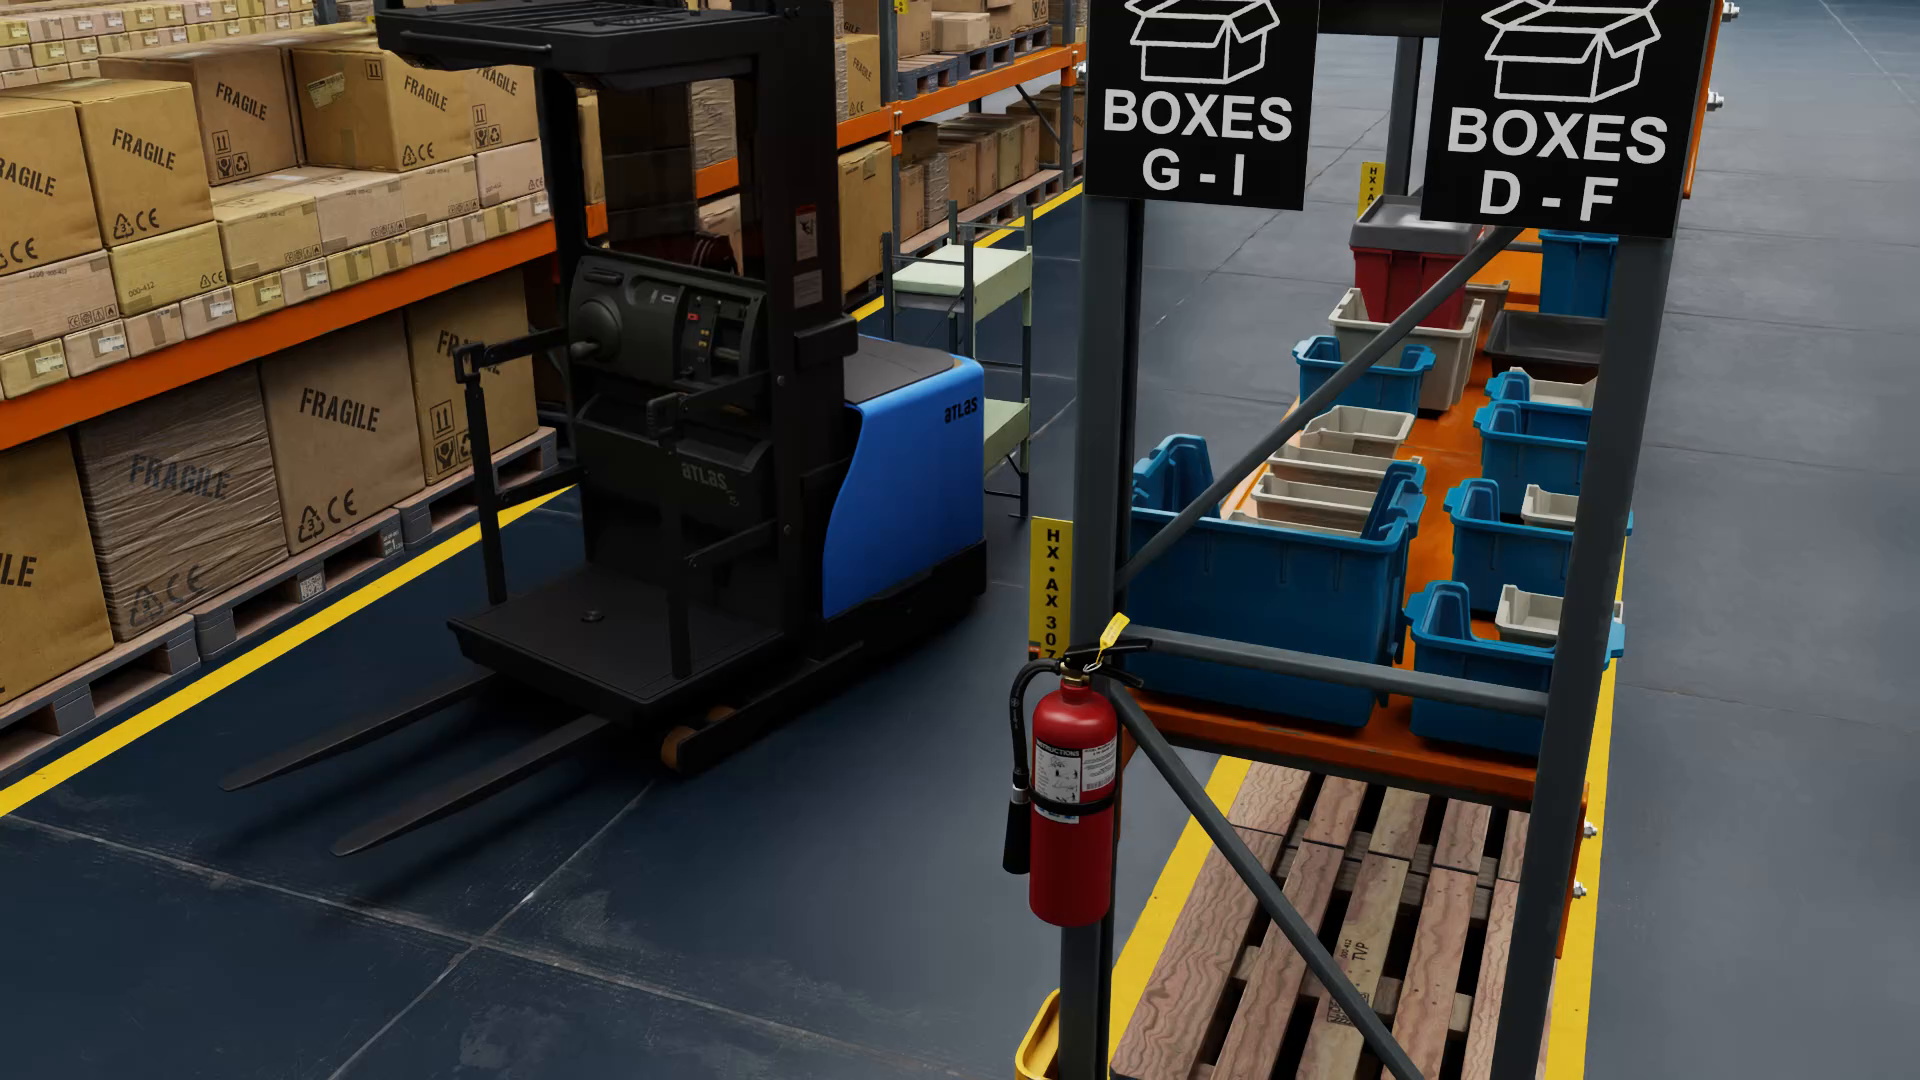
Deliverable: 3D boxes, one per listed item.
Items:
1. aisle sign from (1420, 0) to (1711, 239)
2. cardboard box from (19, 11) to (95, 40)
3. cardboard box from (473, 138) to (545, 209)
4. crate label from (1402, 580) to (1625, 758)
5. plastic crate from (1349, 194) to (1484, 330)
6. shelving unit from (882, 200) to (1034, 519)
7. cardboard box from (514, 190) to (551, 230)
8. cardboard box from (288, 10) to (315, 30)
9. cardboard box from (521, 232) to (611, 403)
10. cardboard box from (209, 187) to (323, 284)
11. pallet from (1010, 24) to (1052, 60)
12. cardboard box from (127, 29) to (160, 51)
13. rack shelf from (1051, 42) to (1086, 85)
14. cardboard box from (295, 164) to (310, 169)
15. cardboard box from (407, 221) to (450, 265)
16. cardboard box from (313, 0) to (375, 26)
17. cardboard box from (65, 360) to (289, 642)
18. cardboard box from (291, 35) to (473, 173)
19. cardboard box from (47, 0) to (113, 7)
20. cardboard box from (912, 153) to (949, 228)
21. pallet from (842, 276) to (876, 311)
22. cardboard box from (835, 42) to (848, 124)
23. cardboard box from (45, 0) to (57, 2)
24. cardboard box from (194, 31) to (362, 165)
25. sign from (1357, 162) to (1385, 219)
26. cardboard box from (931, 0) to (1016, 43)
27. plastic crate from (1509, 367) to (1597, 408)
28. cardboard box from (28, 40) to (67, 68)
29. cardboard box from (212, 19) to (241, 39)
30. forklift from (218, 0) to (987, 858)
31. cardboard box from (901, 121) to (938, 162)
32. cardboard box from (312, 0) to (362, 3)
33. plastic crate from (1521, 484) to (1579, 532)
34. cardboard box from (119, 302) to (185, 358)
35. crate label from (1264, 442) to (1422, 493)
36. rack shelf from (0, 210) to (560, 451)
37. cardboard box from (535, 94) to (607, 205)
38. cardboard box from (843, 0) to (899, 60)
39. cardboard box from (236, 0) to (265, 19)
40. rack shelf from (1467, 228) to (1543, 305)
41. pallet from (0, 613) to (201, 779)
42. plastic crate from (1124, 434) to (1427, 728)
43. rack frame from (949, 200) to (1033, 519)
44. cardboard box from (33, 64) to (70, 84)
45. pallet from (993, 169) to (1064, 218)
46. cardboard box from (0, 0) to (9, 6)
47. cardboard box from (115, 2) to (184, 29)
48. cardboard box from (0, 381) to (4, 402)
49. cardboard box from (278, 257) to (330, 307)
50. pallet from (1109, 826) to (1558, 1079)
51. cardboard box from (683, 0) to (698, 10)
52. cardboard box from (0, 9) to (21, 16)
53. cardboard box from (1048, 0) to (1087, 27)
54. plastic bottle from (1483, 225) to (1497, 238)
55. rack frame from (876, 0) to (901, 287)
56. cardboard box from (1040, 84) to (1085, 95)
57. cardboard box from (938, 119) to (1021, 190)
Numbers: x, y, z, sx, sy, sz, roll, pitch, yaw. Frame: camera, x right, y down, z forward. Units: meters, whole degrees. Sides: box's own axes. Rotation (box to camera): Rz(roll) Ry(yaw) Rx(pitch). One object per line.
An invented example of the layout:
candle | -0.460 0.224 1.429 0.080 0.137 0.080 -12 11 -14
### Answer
aisle sign | 0.956 -0.873 2.576 0.394 0.787 0.004 9 24 20
cardboard box | -6.015 -3.429 11.077 0.380 0.149 0.250 9 24 20
cardboard box | -2.326 -1.755 7.869 0.500 0.250 0.500 8 24 19
crate label | 1.104 0.266 3.360 0.416 0.233 0.303 9 24 20
plastic crate | 1.628 -0.947 5.965 0.402 0.464 0.583 9 24 20
shelving unit | 0.002 -0.694 7.467 0.431 1.500 0.755 9 24 20
cardboard box | -2.215 -1.611 8.040 0.380 0.149 0.250 9 24 20
cardboard box | -5.249 -4.034 12.910 0.380 0.149 0.250 9 24 21
cardboard box | -2.187 -1.328 9.249 1.225 0.875 0.875 9 24 20
cardboard box | -2.897 -1.206 6.555 0.500 0.250 0.500 8 24 19
pallet | 0.147 -4.404 14.651 1.003 0.211 1.213 9 24 20
cardboard box | -5.821 -3.479 11.583 0.380 0.149 0.250 8 24 19
rack shelf | 1.308 -5.129 17.071 1.077 0.370 4.000 9 24 20
cardboard box | -3.013 -1.643 7.600 0.500 0.250 0.500 9 24 20
cardboard box | -2.502 -1.335 7.380 0.380 0.149 0.250 9 24 21
cardboard box | -5.070 -4.229 13.852 0.500 0.500 0.500 9 24 21
cardboard box | -3.390 -0.231 6.623 0.875 0.875 0.875 9 24 20
cardboard box | -2.519 -1.915 7.279 0.500 0.500 0.500 9 24 21
cardboard box | -6.326 -3.805 11.976 0.380 0.149 0.250 10 25 22
cardboard box | -0.496 -2.807 13.250 0.700 0.500 0.500 7 24 16
pallet | -1.283 -1.756 11.680 1.003 0.211 1.213 9 24 20
cardboard box | -1.064 -2.971 10.840 0.500 0.500 0.500 9 24 20
cardboard box | -9.183 -5.472 16.739 0.380 0.149 0.250 10 25 22
cardboard box | -3.012 -1.987 7.451 0.500 0.500 0.500 9 24 20
sign | 1.682 -1.381 6.805 0.100 0.325 0.005 9 24 20
cardboard box | 0.007 -4.353 13.602 0.797 0.503 0.637 11 25 25
plastic crate | 1.825 -0.413 5.112 0.293 0.136 0.466 9 24 20
cardboard box | -6.114 -3.198 10.909 0.380 0.149 0.250 8 24 18
cardboard box | -5.535 -3.754 12.240 0.380 0.149 0.250 9 24 20
forklift | -1.182 -0.750 5.742 1.130 2.935 3.031 16 28 34
cardboard box | -0.512 -3.145 13.087 0.500 0.250 0.500 12 25 26
cardboard box | -5.312 -4.727 13.748 0.700 0.500 0.500 9 24 20
plastic crate | 1.552 -0.035 4.207 0.250 0.136 0.298 9 24 20
cardboard box | -3.074 -0.783 6.059 0.380 0.149 0.250 8 24 19
crate label | 1.043 -0.171 4.531 0.396 0.136 0.243 9 24 20
rack shelf | -3.149 -0.835 6.791 1.077 0.370 4.000 9 24 20
cardboard box | -2.003 -2.058 8.655 0.500 0.500 0.500 9 24 20
cardboard box | -0.757 -3.753 12.168 0.500 0.500 0.500 6 23 14
cardboard box | -5.437 -3.988 12.416 0.380 0.149 0.250 10 25 22
rack shelf | 2.935 -1.557 8.520 1.077 0.370 4.000 9 24 20
pallet | -3.668 0.538 6.188 1.003 0.211 1.213 9 24 20
plastic crate | 0.658 0.067 3.573 0.616 0.435 0.499 9 24 20
rack frame | 0.138 -0.825 7.780 0.400 1.500 0.023 9 24 20
cardboard box | -6.112 -3.061 10.967 0.380 0.149 0.250 9 24 21
pallet | 0.278 -3.180 15.089 1.003 0.211 1.213 9 24 20
cardboard box | -9.426 -5.184 16.049 0.380 0.149 0.250 9 24 20
cardboard box | -5.727 -3.709 11.748 0.380 0.149 0.250 10 25 23
cardboard box | -3.360 -0.507 5.398 0.380 0.149 0.250 8 24 19
cardboard box | -2.788 -1.060 6.722 0.380 0.149 0.250 9 24 21
pallet | 1.049 1.255 4.472 1.003 0.211 1.213 9 24 20
cardboard box | -1.911 -2.865 9.287 0.797 0.503 0.637 9 24 21
cardboard box | -6.617 -3.523 11.301 0.380 0.149 0.250 8 24 18
cardboard box | 0.790 -5.081 15.507 0.875 0.500 0.500 9 24 20
plastic bottle | 2.364 -1.506 7.528 0.144 0.351 0.185 9 24 20
rack frame | -0.920 -3.314 11.792 1.000 3.000 0.127 9 24 20
cardboard box | 1.115 -4.363 17.001 0.500 0.500 0.500 7 24 15
cardboard box | 0.123 -3.410 14.695 0.700 0.500 0.500 9 24 20
